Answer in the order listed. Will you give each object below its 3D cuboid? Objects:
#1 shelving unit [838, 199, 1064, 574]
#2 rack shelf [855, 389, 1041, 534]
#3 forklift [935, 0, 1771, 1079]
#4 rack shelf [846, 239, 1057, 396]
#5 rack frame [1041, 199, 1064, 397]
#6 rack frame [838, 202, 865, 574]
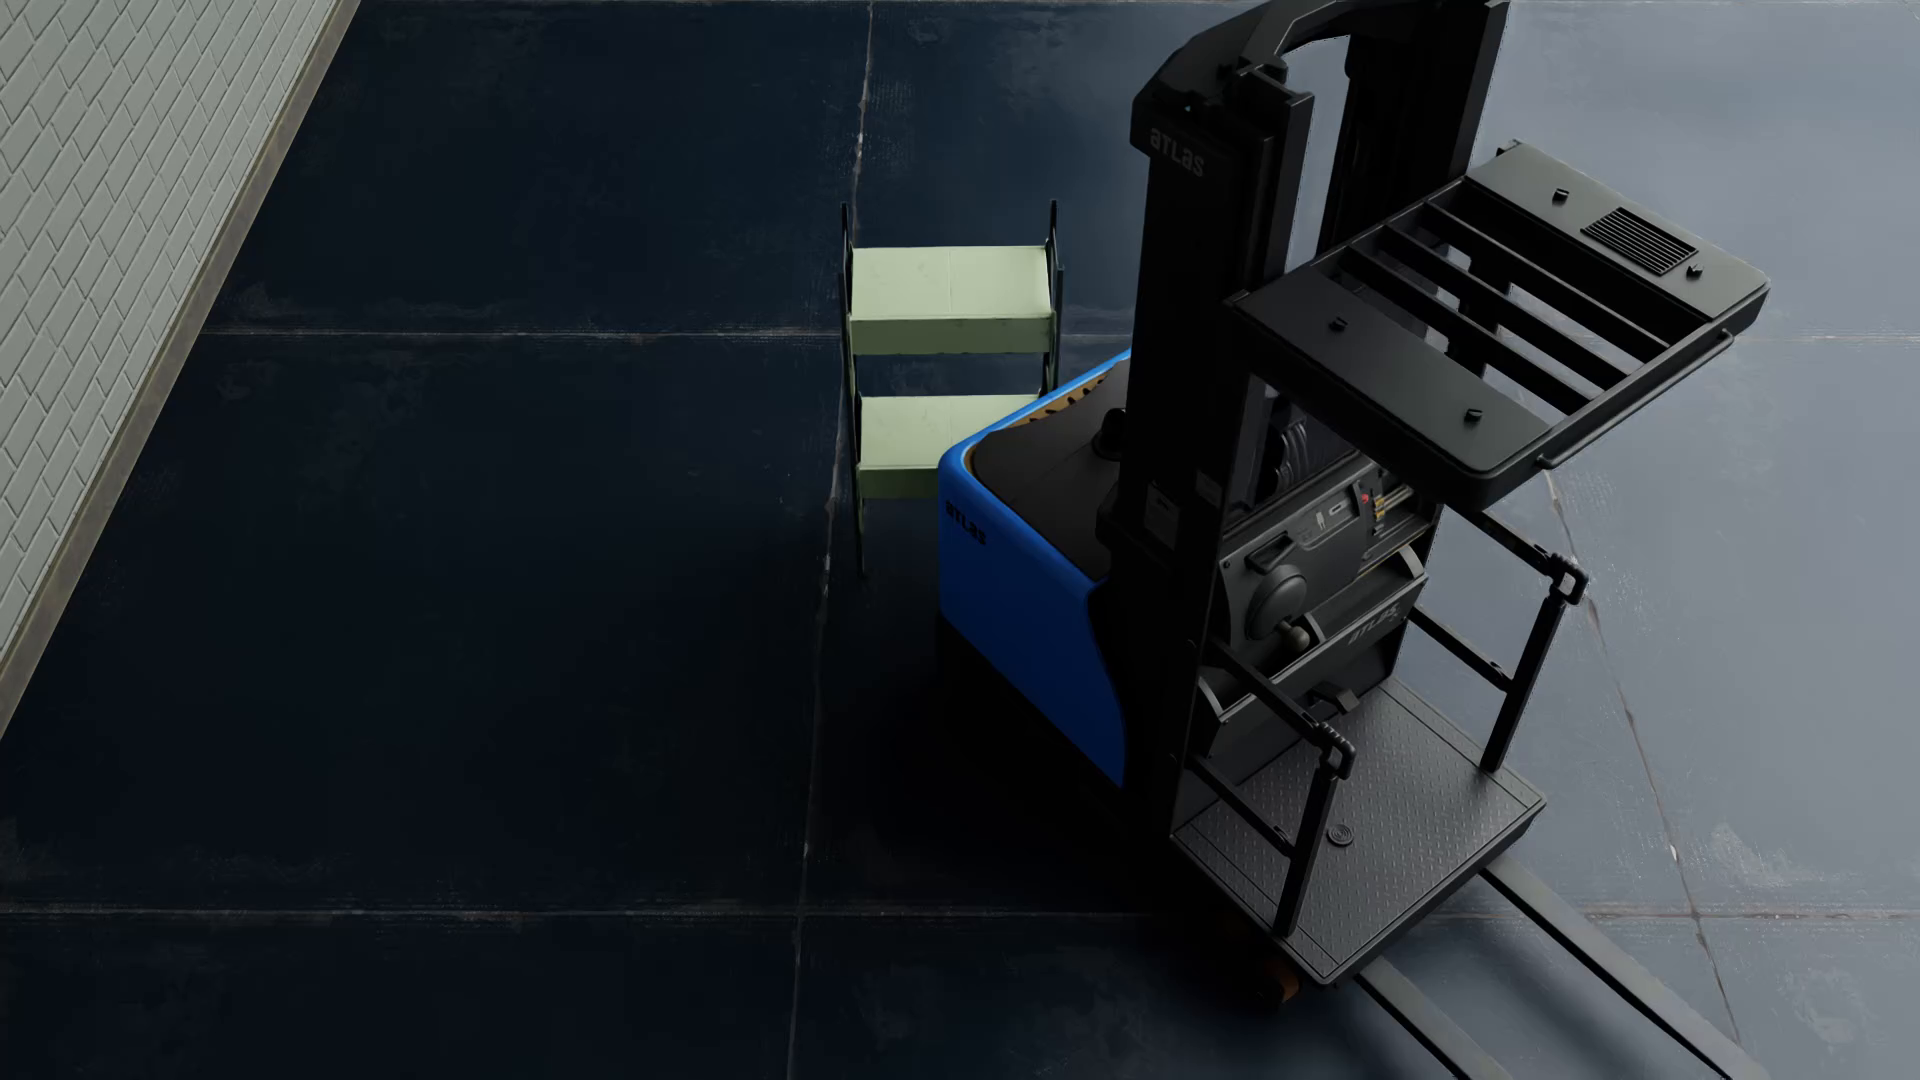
[{"bbox_3d":[-0.034,-0.528,6.217,0.755,1.500,0.431,-1,47,-1],"label":"shelving unit"},{"bbox_3d":[-0.034,-0.306,6.455,0.720,0.370,0.431,-1,47,-1],"label":"rack shelf"},{"bbox_3d":[1.220,0.073,4.680,1.130,2.935,3.031,-30,54,-25],"label":"forklift"},{"bbox_3d":[-0.034,-0.794,5.931,0.720,0.370,0.431,-1,47,-1],"label":"rack shelf"},{"bbox_3d":[0.332,-0.534,6.222,0.023,1.500,0.400,-1,47,-1],"label":"rack frame"},{"bbox_3d":[-0.400,-0.522,6.211,0.023,1.500,0.400,-1,47,-1],"label":"rack frame"}]
